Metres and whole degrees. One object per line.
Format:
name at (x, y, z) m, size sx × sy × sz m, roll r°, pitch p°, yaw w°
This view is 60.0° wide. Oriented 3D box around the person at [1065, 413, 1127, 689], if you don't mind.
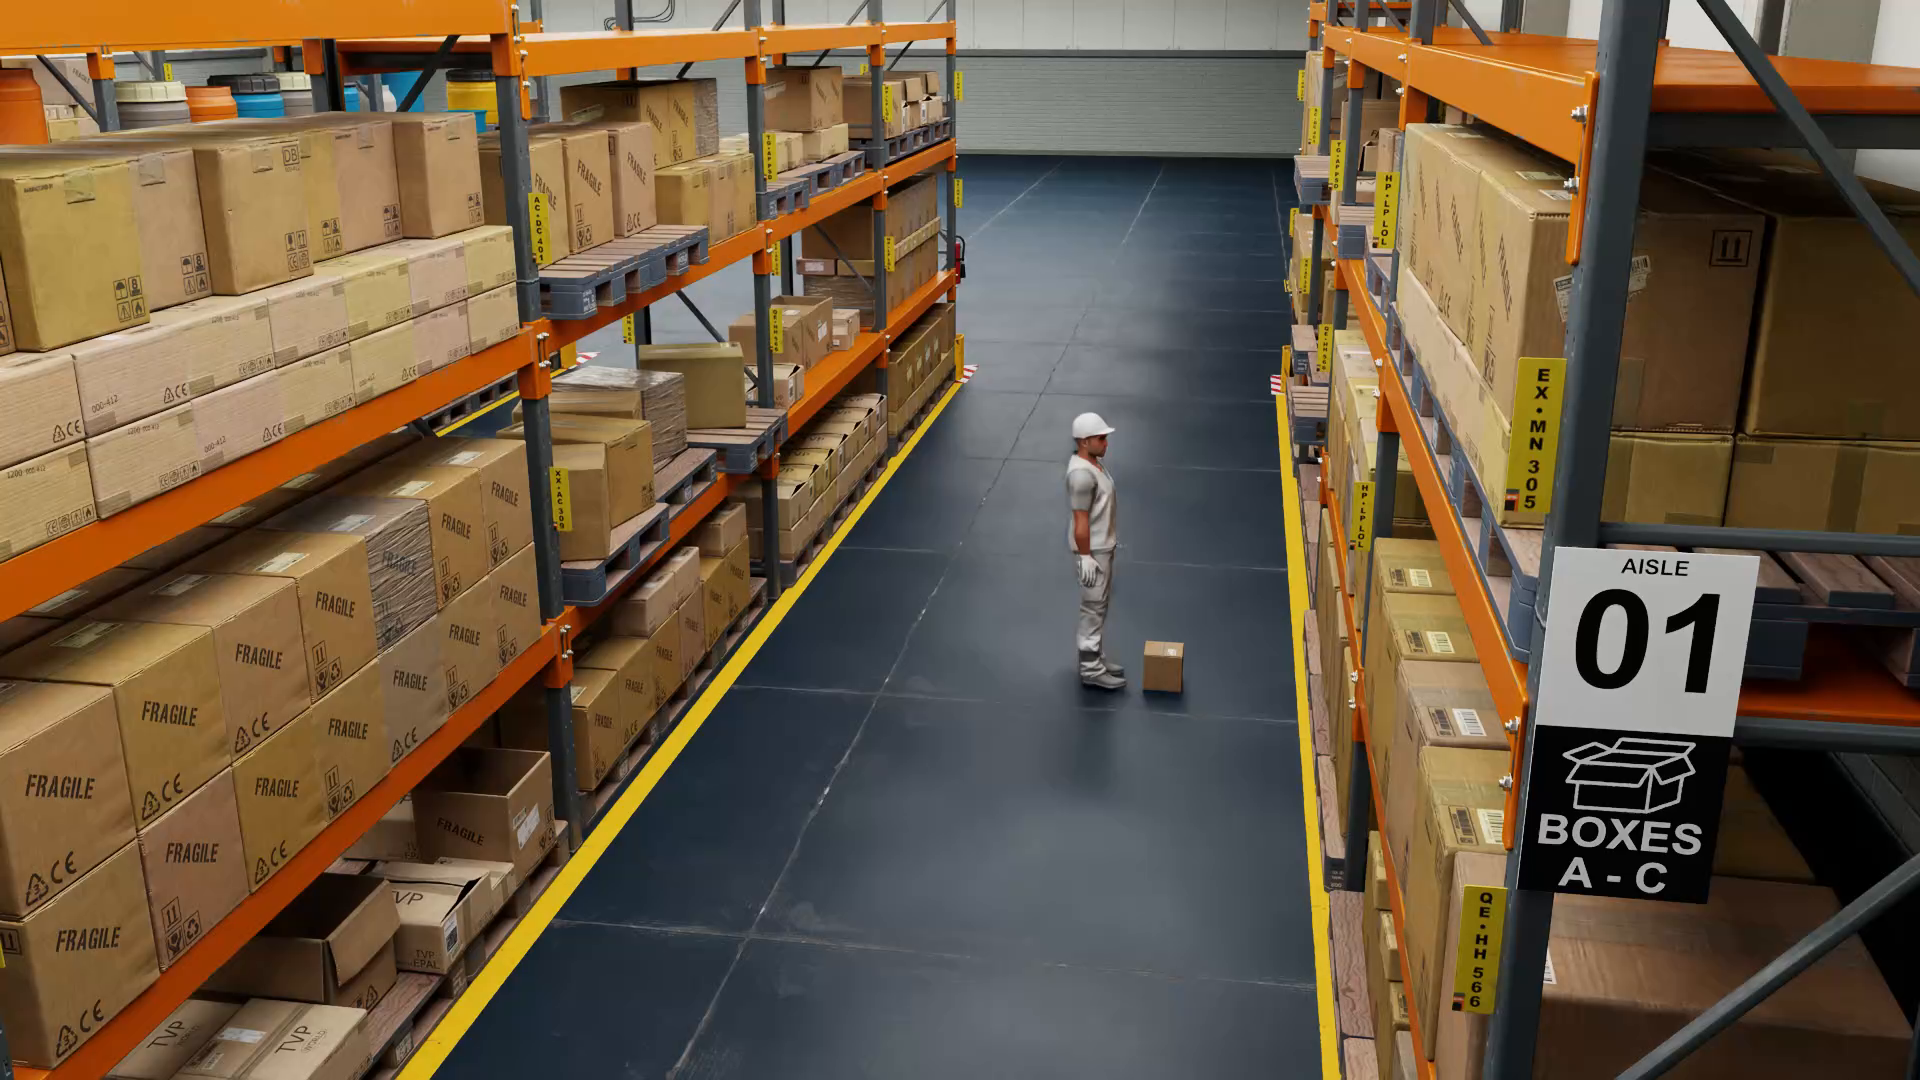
person at (0.894, 0.069, 10.748) m, size 0.441 × 1.809 × 0.608 m, roll 3°, pitch 18°, yaw 9°
